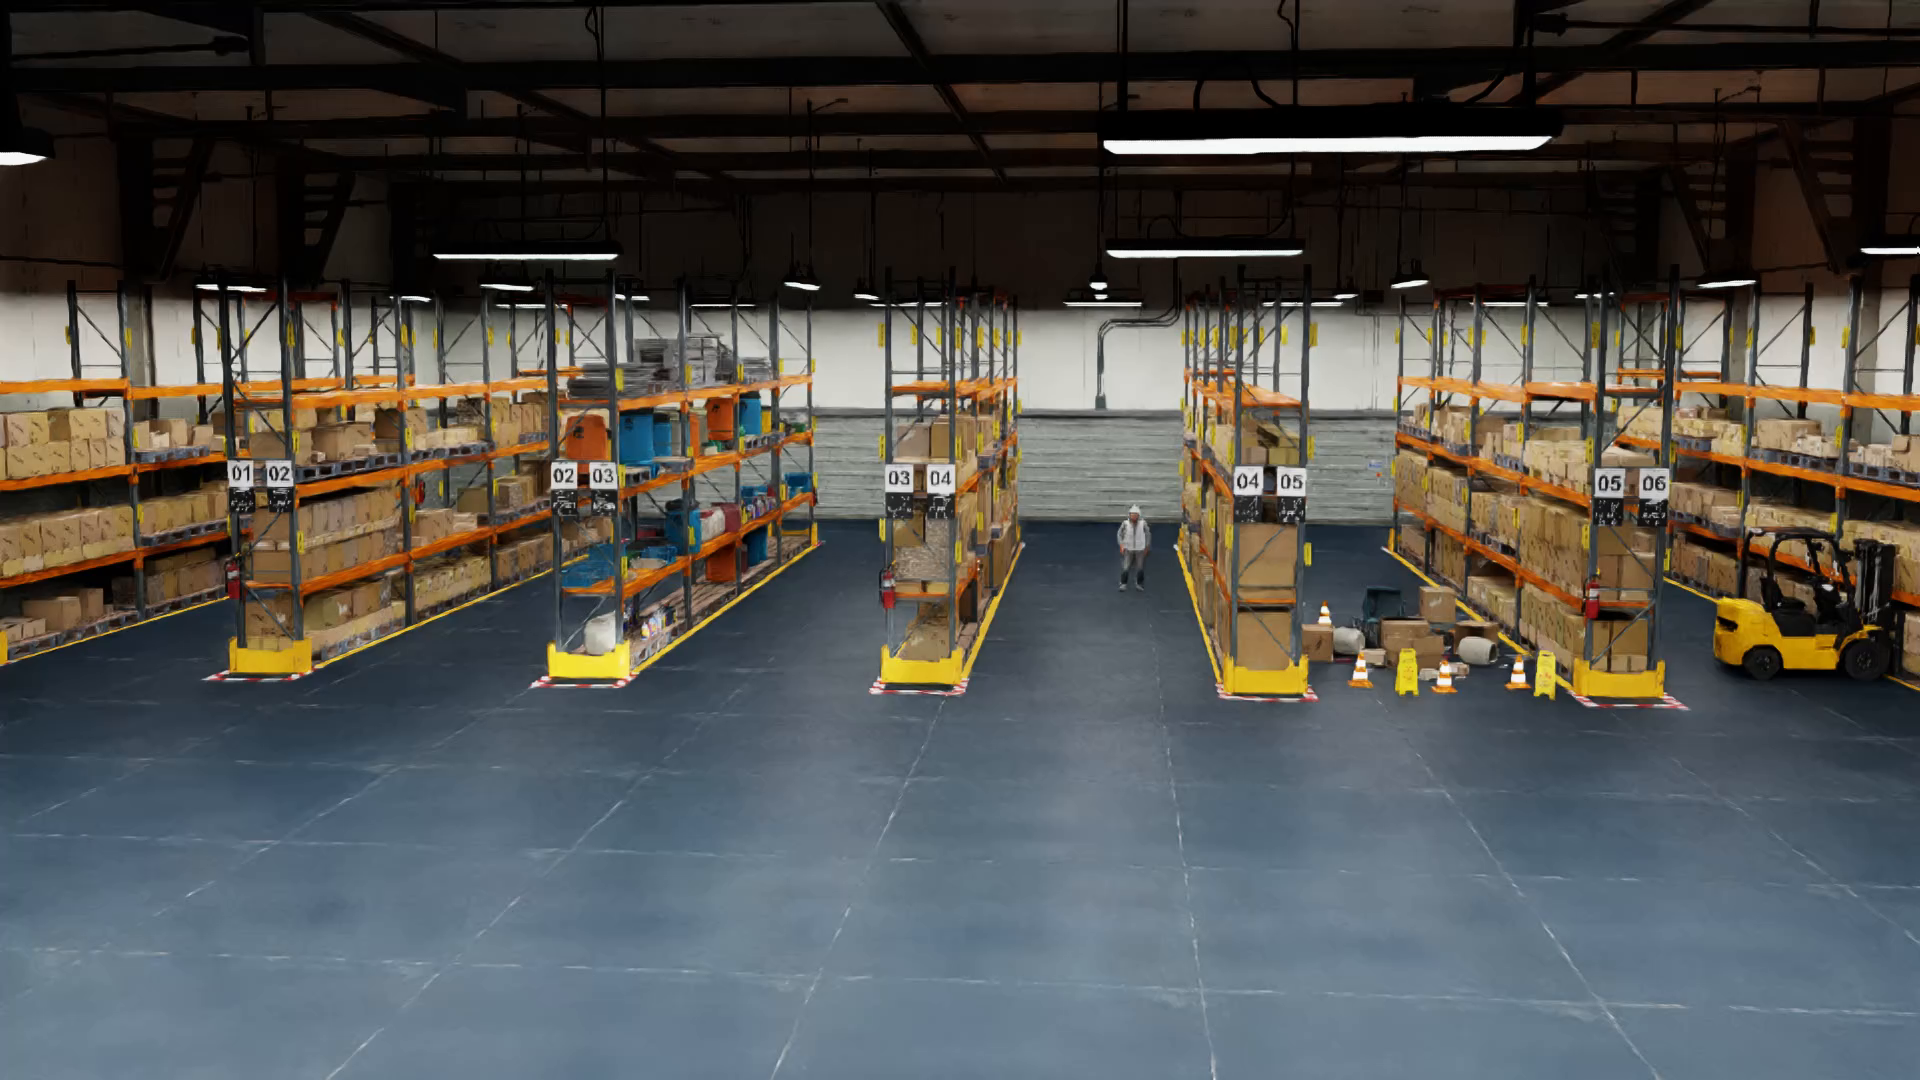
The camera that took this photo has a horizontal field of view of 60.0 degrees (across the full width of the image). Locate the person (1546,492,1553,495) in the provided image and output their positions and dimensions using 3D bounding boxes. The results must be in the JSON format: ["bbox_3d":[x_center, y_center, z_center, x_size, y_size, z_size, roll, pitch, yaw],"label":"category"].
[{"bbox_3d":[12.898,-0.260,36.550,0.568,1.638,0.601,3,8,25],"label":"person"}]

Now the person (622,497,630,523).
[{"bbox_3d":[-9.121,-1.251,44.532,0.540,1.645,1.021,2,7,14],"label":"person"}]

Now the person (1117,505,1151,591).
[{"bbox_3d":[3.443,0.160,32.920,0.677,1.726,0.574,0,7,3],"label":"person"}]
